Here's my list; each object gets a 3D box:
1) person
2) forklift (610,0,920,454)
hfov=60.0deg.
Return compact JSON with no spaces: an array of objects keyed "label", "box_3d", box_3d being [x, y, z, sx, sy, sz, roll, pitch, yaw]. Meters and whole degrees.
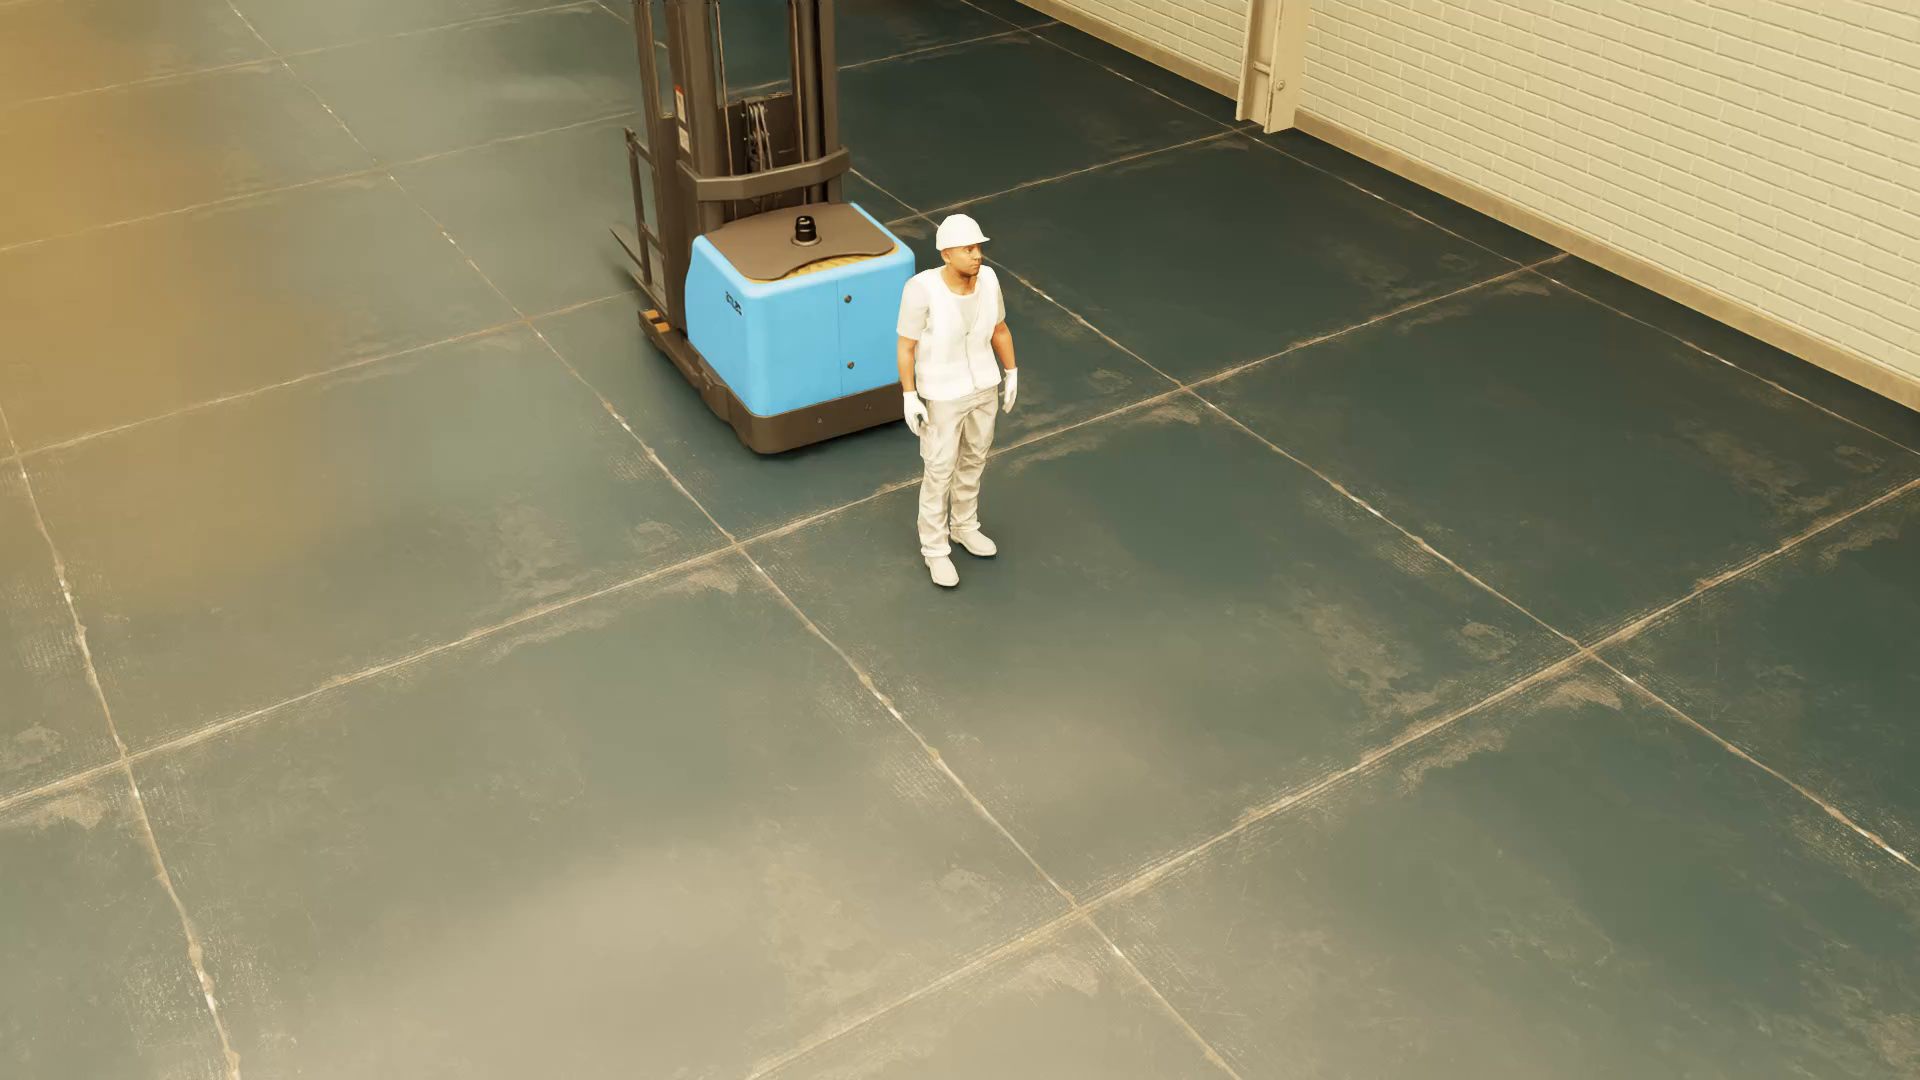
[{"label":"person","box_3d":[0.033,-0.698,8.127,0.656,1.784,0.575,-21,40,-27]},{"label":"forklift","box_3d":[-1.378,-2.504,9.711,1.130,2.935,3.031,-17,39,-23]}]
